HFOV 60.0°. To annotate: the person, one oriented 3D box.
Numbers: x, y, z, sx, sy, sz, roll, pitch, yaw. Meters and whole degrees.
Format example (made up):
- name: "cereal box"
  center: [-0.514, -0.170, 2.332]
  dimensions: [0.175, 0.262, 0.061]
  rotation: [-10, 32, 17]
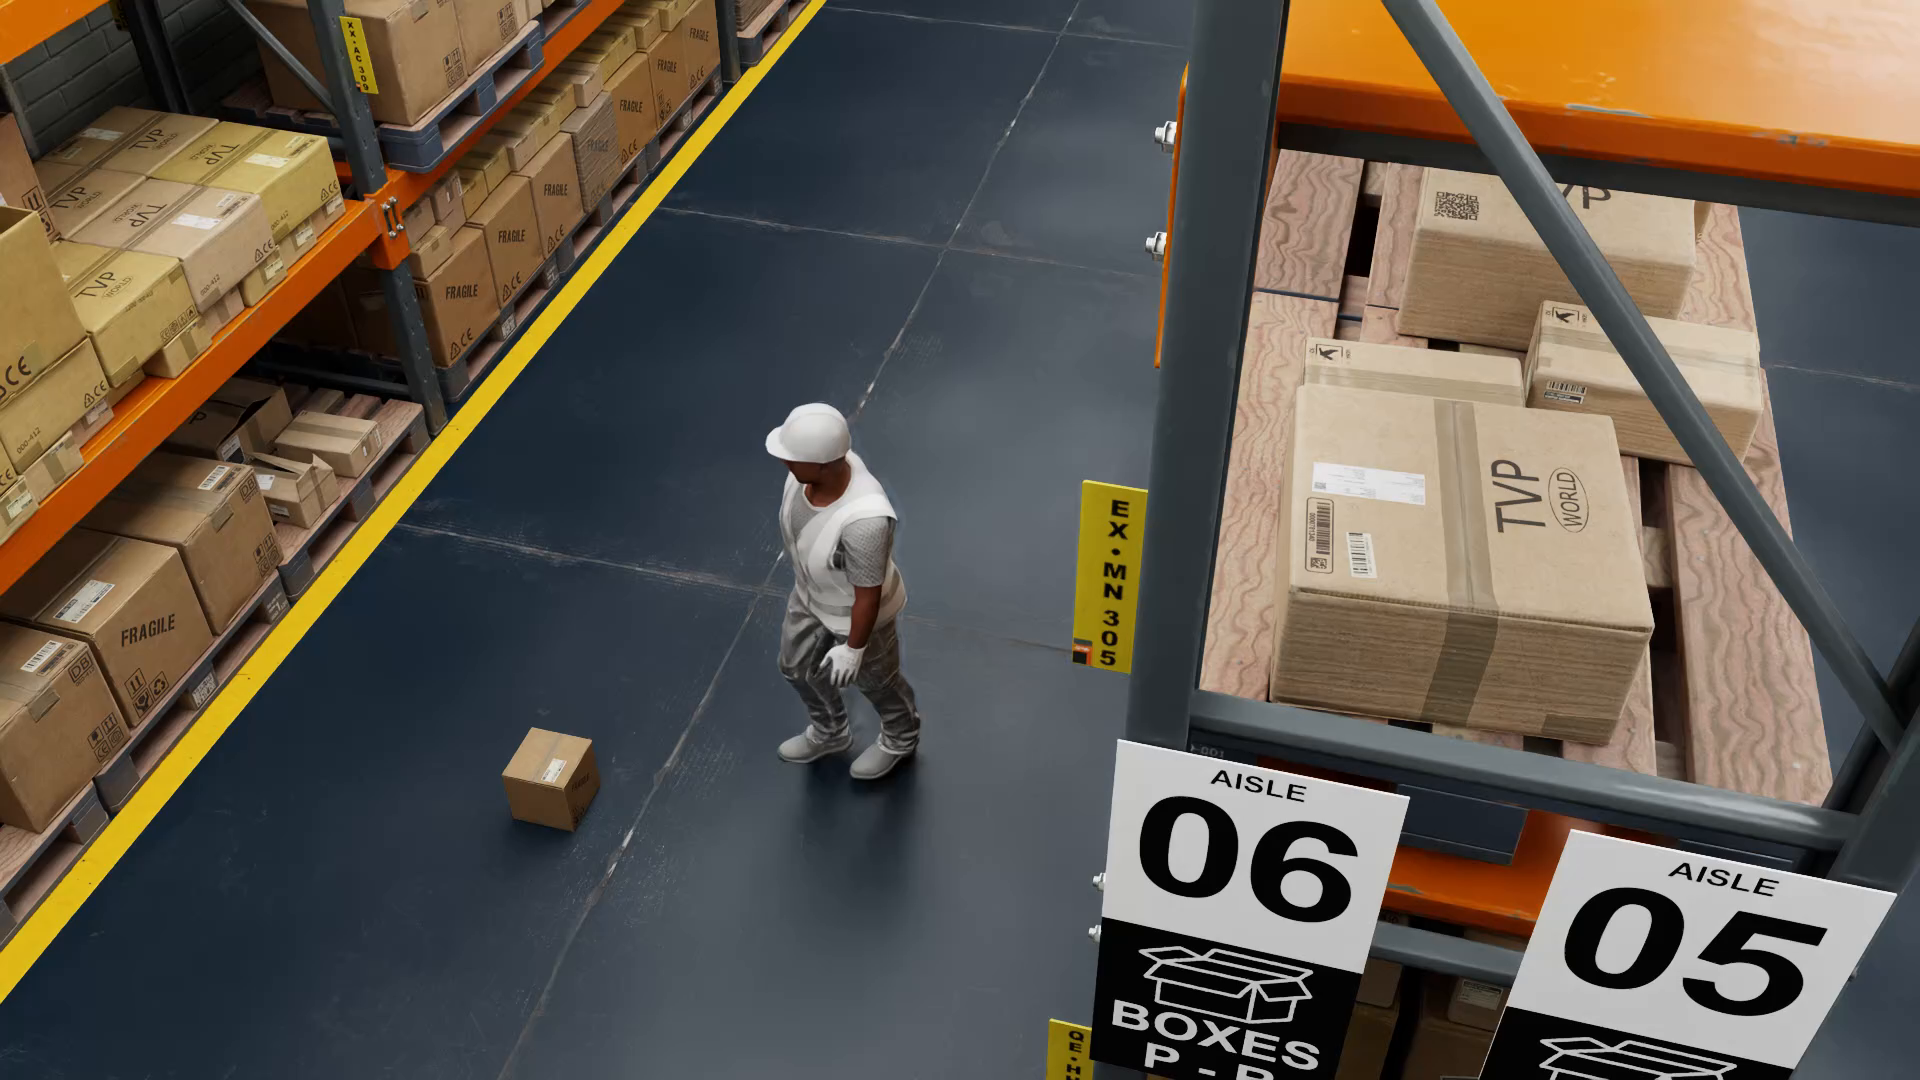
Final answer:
- name: "person"
  center: [-0.396, 0.221, 5.878]
  dimensions: [0.496, 1.803, 0.582]
  rotation: [-25, 47, -26]
